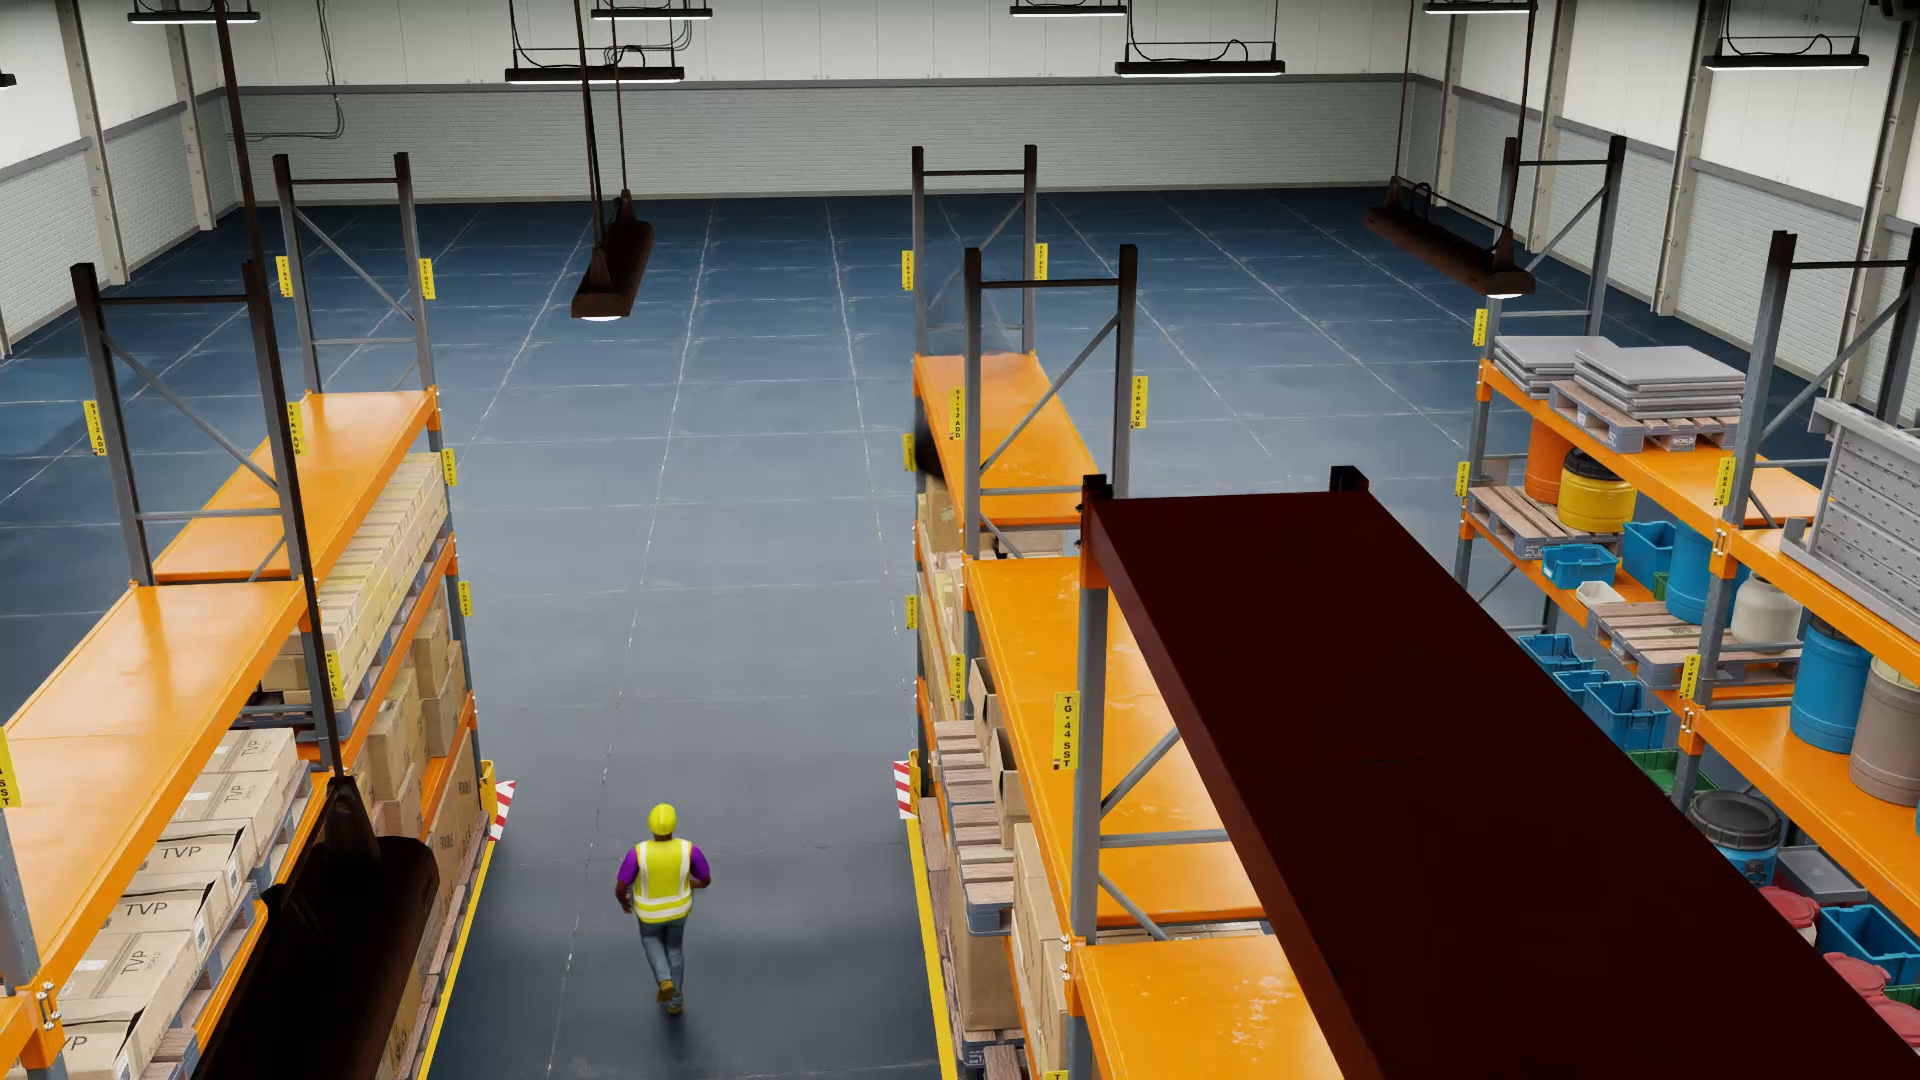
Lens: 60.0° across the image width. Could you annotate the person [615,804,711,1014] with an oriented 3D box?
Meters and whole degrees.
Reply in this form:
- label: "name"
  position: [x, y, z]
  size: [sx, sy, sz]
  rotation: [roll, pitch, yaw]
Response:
- label: "person"
  position: [-2.214, 2.730, 12.418]
  size: [0.705, 1.724, 0.526]
  rotation: [-6, 22, -15]
